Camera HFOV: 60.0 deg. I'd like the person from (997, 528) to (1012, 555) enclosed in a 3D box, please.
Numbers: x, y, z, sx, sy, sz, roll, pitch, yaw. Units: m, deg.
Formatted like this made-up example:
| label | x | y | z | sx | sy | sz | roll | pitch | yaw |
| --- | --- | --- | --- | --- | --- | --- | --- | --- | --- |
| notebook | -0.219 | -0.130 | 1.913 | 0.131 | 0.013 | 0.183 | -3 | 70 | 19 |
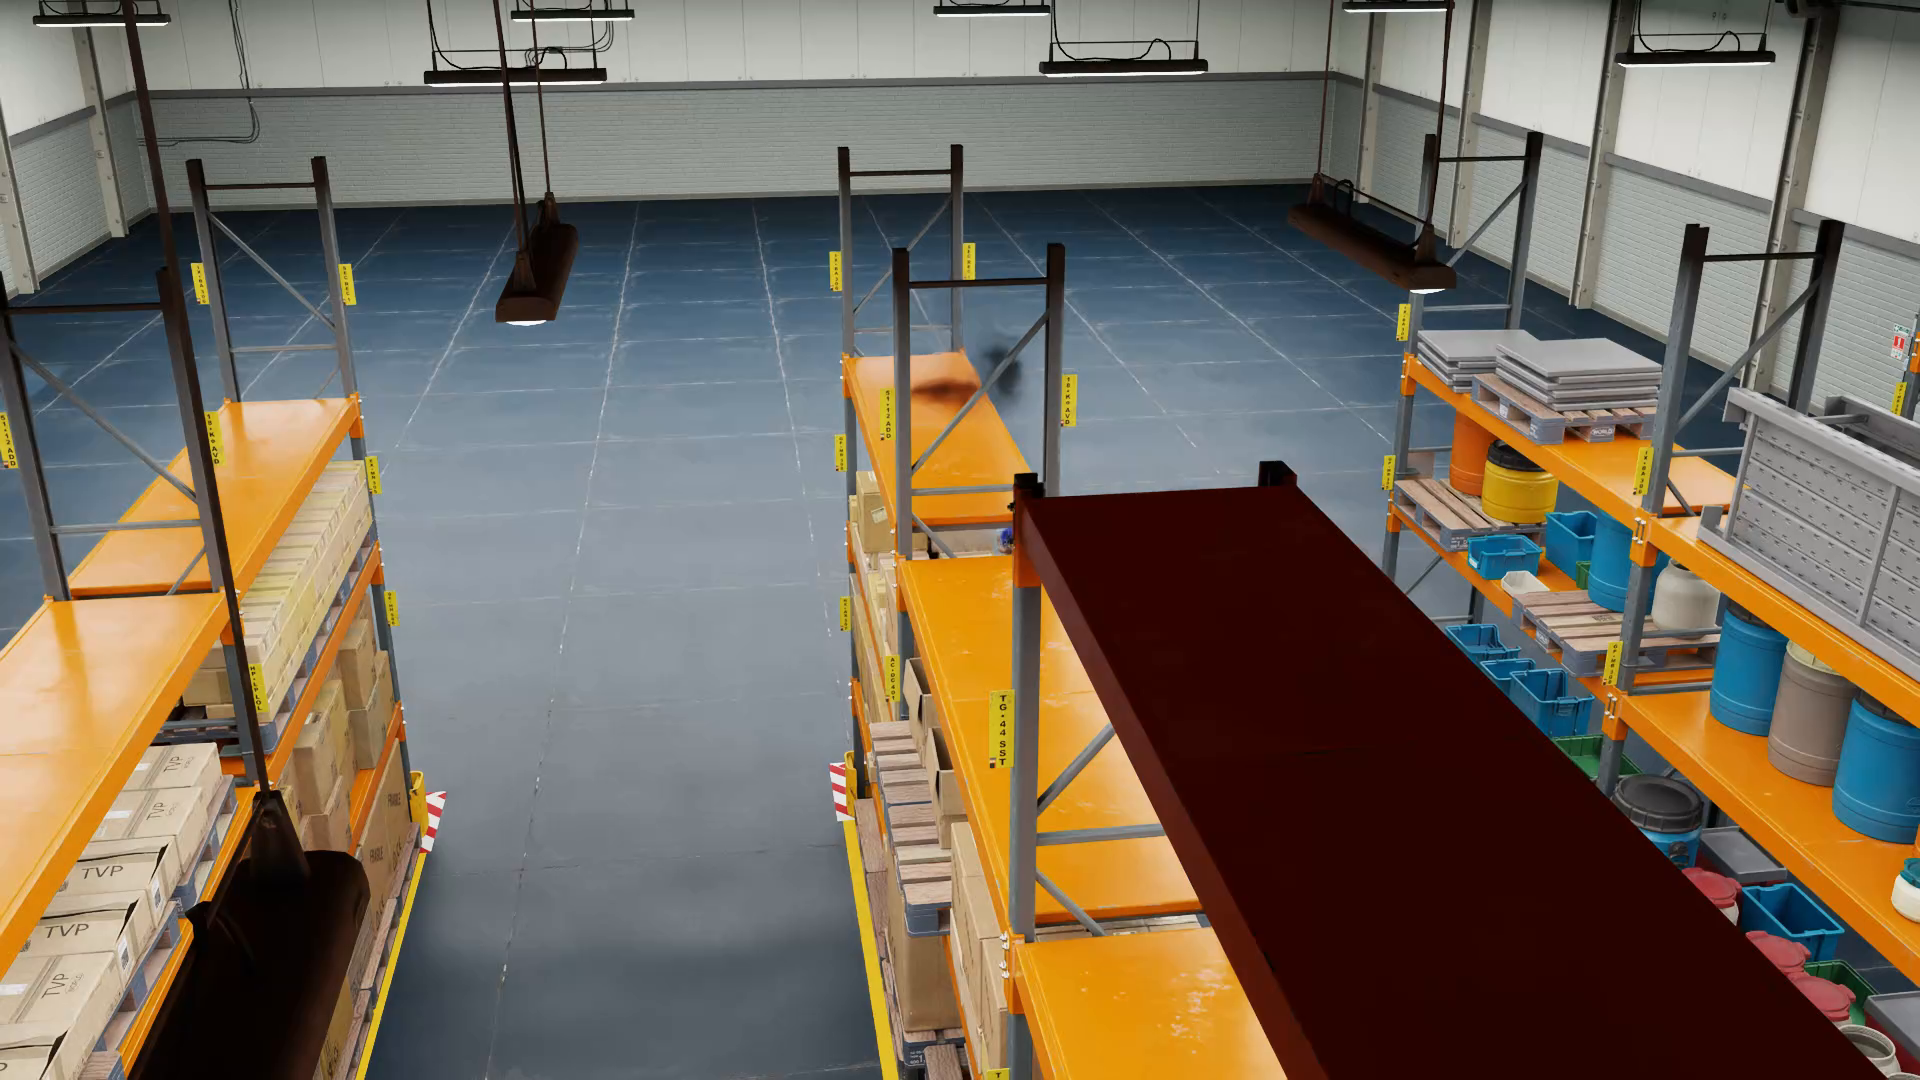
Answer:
| label | x | y | z | sx | sy | sz | roll | pitch | yaw |
| --- | --- | --- | --- | --- | --- | --- | --- | --- | --- |
| person | 0.638 | 0.286 | 18.653 | 0.924 | 1.633 | 0.583 | 8 | 23 | 19 |
